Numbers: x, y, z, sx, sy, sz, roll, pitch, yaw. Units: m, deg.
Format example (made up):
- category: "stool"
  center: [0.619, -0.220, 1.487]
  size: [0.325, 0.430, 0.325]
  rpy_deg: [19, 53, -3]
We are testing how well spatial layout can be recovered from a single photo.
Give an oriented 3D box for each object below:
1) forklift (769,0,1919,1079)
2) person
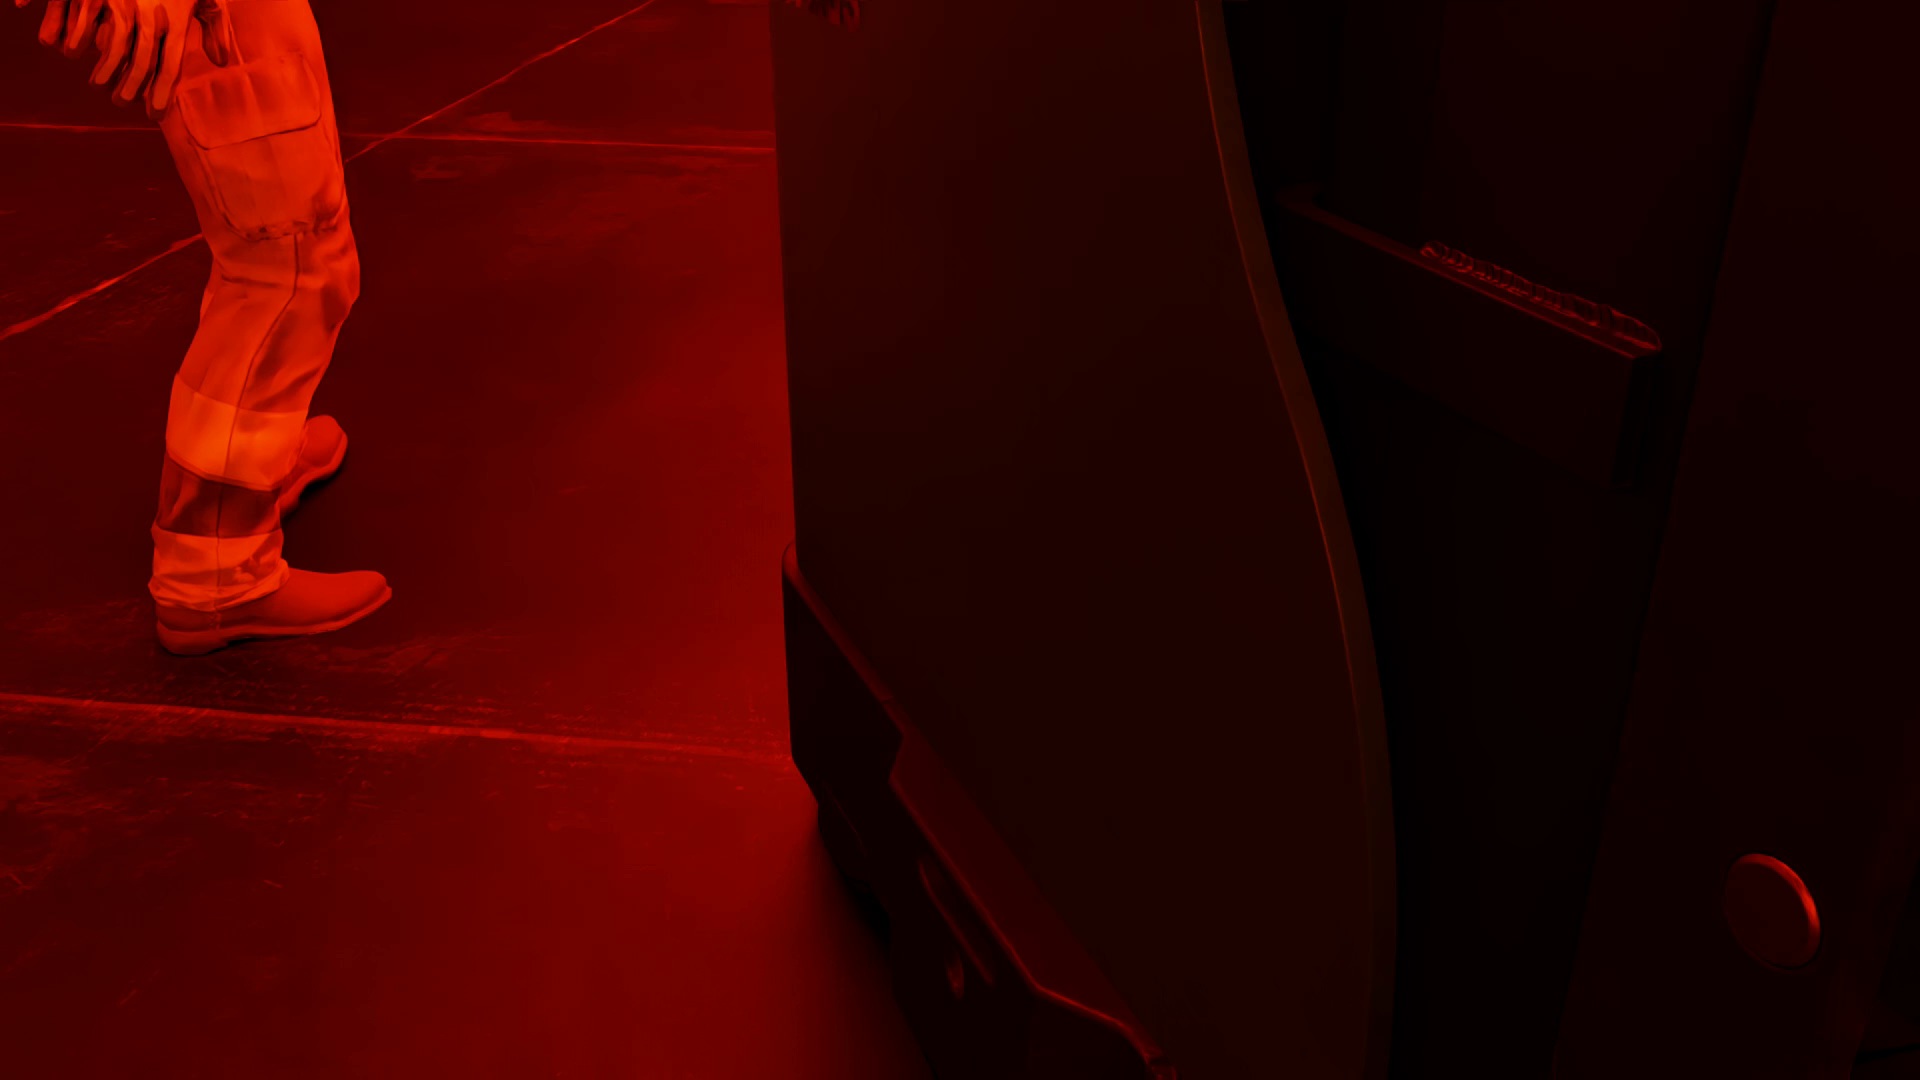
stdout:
- category: "forklift"
  center: [0.864, -0.515, 0.249]
  size: [1.130, 2.935, 3.031]
  rpy_deg: [-11, 29, -21]
- category: "person"
  center: [-0.933, -0.731, 2.031]
  size: [0.454, 1.749, 0.879]
  rpy_deg: [-15, 30, -27]
